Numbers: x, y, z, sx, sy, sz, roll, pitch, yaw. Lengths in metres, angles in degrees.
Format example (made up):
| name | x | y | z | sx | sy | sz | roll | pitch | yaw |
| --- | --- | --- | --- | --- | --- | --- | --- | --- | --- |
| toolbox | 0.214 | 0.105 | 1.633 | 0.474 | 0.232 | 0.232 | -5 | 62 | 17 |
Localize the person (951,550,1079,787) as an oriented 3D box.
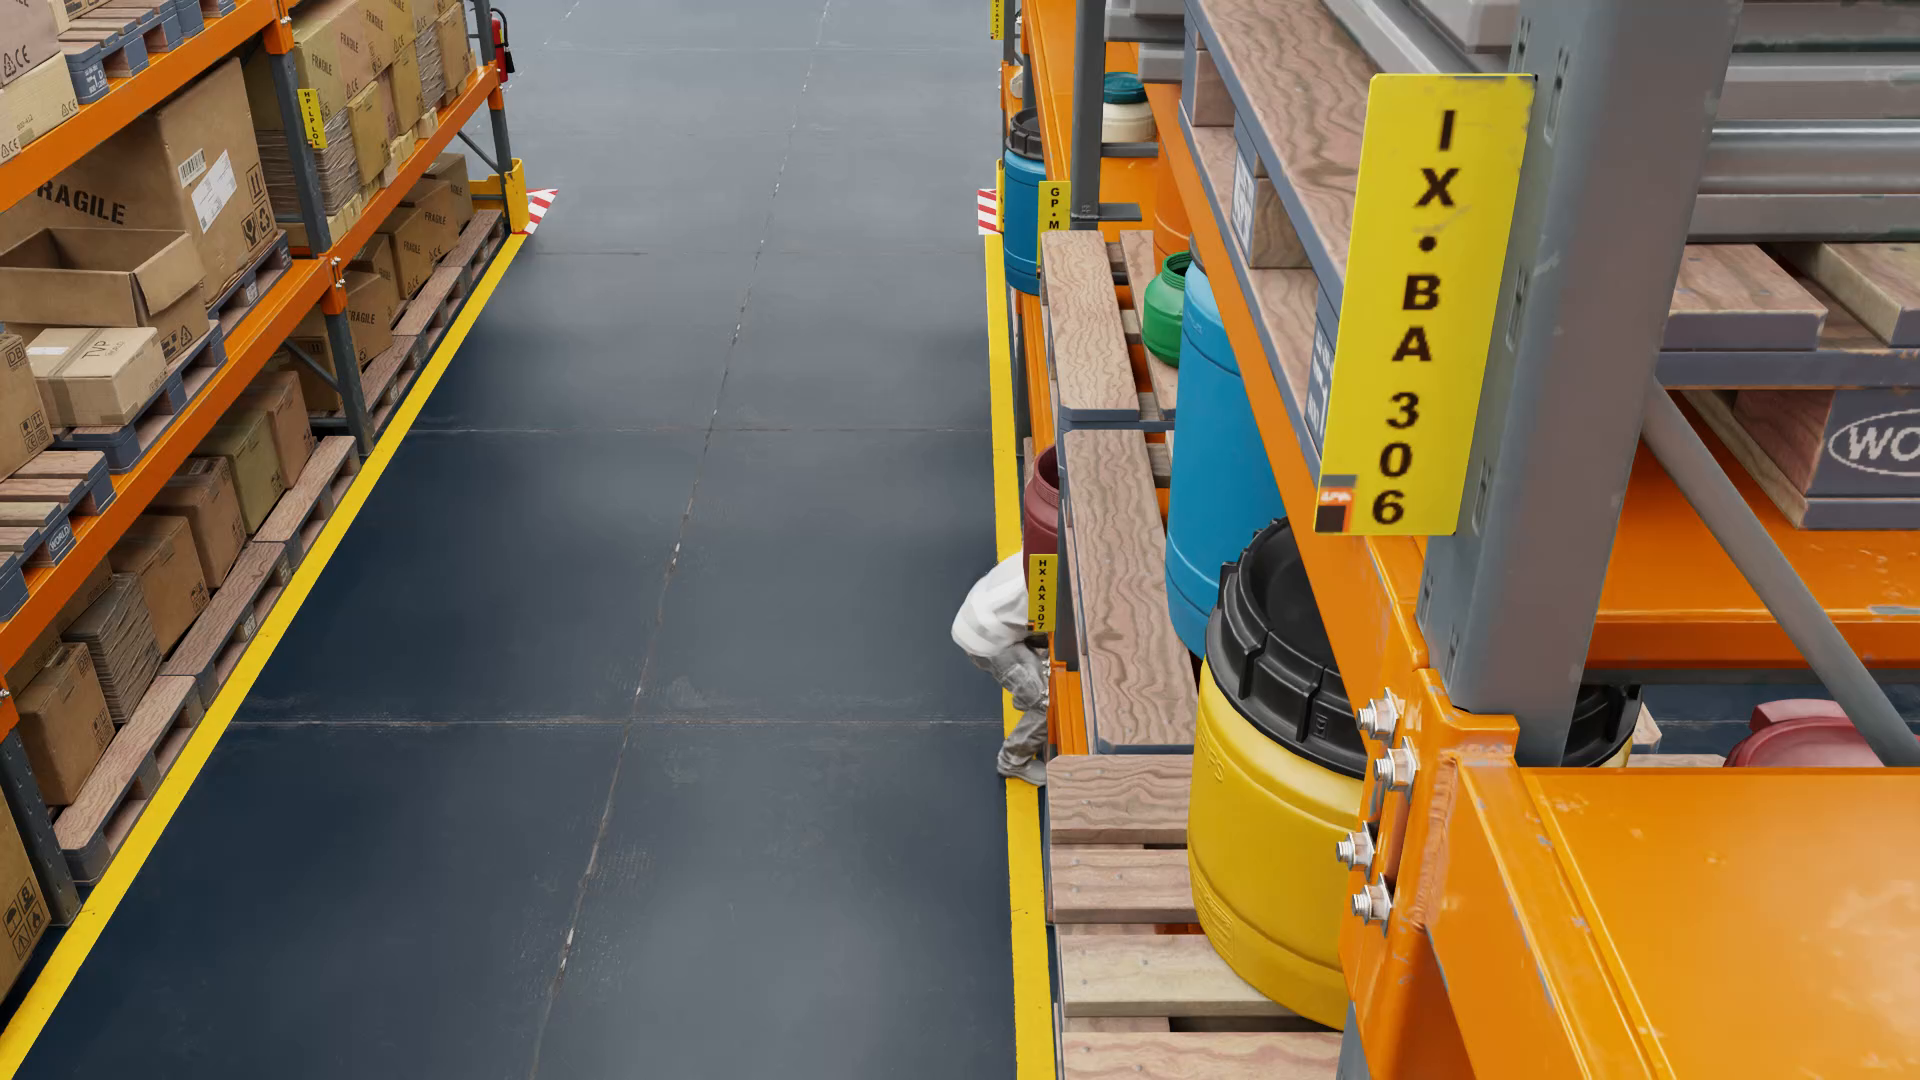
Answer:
| name | x | y | z | sx | sy | sz | roll | pitch | yaw |
| --- | --- | --- | --- | --- | --- | --- | --- | --- | --- |
| person | 0.413 | 0.464 | 7.369 | 0.861 | 1.247 | 0.609 | 9 | 32 | 14 |
